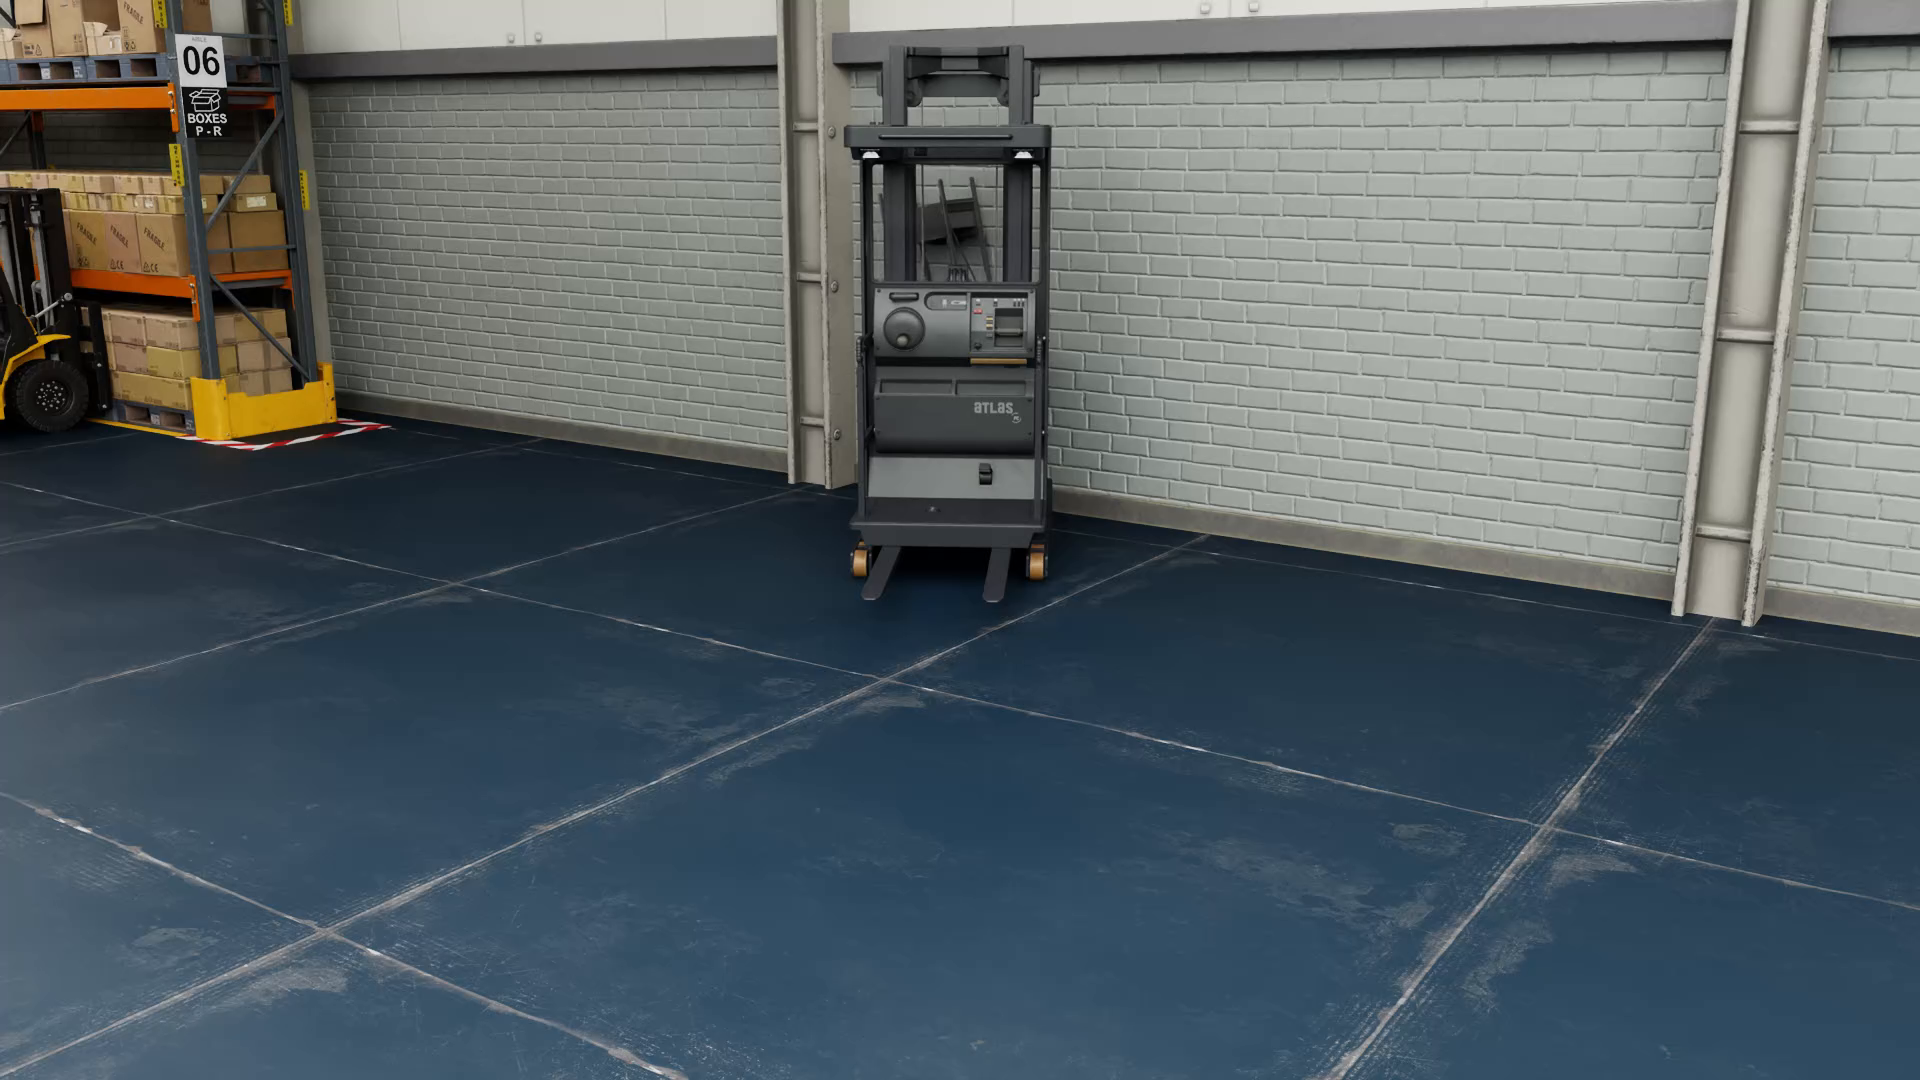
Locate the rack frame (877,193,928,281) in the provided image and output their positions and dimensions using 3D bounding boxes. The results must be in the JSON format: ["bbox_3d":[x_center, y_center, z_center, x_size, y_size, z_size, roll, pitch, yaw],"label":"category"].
[{"bbox_3d":[-0.239,-1.279,11.150,0.015,2.100,0.400,-4,10,35],"label":"rack frame"}]

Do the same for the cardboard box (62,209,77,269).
[{"bbox_3d":[-7.725,-2.672,14.666,0.500,0.500,0.500,9,17,33],"label":"cardboard box"}]

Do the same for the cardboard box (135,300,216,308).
[{"bbox_3d":[-7.015,-1.996,14.913,0.500,0.250,0.500,9,17,32],"label":"cardboard box"}]

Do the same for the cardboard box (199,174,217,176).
[{"bbox_3d":[-6.481,-3.074,14.322,0.250,0.149,0.380,10,17,34],"label":"cardboard box"}]

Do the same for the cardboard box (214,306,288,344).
[{"bbox_3d":[-6.190,-1.861,14.366,0.500,0.250,0.500,9,16,32],"label":"cardboard box"}]

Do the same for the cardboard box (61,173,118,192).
[{"bbox_3d":[-7.587,-3.123,14.518,0.250,0.149,0.380,9,17,34],"label":"cardboard box"}]

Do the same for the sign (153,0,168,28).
[{"bbox_3d":[-6.211,-4.145,12.906,0.005,0.325,0.100,9,17,33],"label":"sign"}]

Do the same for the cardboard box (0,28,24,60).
[{"bbox_3d":[-8.153,-4.324,14.505,0.258,0.266,0.396,9,16,31],"label":"cardboard box"}]

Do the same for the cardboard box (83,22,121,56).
[{"bbox_3d":[-6.964,-4.132,13.728,0.258,0.266,0.396,9,17,33],"label":"cardboard box"}]

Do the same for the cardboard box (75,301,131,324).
[{"bbox_3d":[-7.720,-1.961,14.769,0.500,0.250,0.500,9,16,32],"label":"cardboard box"}]

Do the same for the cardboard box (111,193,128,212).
[{"bbox_3d":[-6.950,-2.869,14.113,0.250,0.149,0.380,9,17,32],"label":"cardboard box"}]

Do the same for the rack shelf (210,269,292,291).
[{"bbox_3d":[-7.556,-2.418,14.940,3.809,0.124,0.919,9,17,33],"label":"rack shelf"}]

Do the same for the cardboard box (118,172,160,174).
[{"bbox_3d":[-7.323,-3.213,14.882,0.250,0.149,0.380,9,17,33],"label":"cardboard box"}]

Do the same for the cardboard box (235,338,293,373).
[{"bbox_3d":[-6.171,-1.621,14.435,0.500,0.250,0.500,10,17,34],"label":"cardboard box"}]

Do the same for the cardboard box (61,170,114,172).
[{"bbox_3d":[-8.127,-3.370,15.518,0.250,0.149,0.380,9,16,32],"label":"cardboard box"}]

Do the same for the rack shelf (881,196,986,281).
[{"bbox_3d":[-0.161,-1.964,10.913,0.480,0.518,0.431,-4,10,35],"label":"rack shelf"}]

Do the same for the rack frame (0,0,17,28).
[{"bbox_3d":[-9.215,-5.853,15.239,0.127,3.000,1.000,9,17,33],"label":"rack frame"}]

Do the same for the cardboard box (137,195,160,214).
[{"bbox_3d":[-6.569,-2.787,13.780,0.250,0.149,0.380,9,17,34],"label":"cardboard box"}]

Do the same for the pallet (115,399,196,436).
[{"bbox_3d":[-6.554,-1.145,14.509,1.213,0.211,1.003,9,17,33],"label":"pallet"}]

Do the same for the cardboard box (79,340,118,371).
[{"bbox_3d":[-7.325,-1.653,14.568,0.500,0.250,0.500,9,16,32],"label":"cardboard box"}]

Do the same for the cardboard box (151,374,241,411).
[{"bbox_3d":[-6.463,-1.273,14.073,0.500,0.250,0.500,9,17,33],"label":"cardboard box"}]

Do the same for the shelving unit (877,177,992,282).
[{"bbox_3d":[-0.040,-1.295,11.008,0.503,2.100,0.431,-4,10,35],"label":"shelving unit"}]

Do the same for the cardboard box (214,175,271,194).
[{"bbox_3d":[-6.056,-3.000,14.021,0.250,0.149,0.380,9,16,32],"label":"cardboard box"}]

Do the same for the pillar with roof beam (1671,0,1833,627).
[{"bbox_3d":[1.584,-3.122,4.207,0.400,9.000,9.100,9,17,33],"label":"pillar with roof beam"}]

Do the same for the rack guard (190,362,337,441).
[{"bbox_3d":[-5.876,-1.188,14.080,0.348,0.500,1.175,9,17,33],"label":"rack guard"}]

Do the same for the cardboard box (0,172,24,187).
[{"bbox_3d":[-8.476,-3.242,15.001,0.250,0.149,0.380,10,17,34],"label":"cardboard box"}]

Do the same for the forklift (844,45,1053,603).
[{"bbox_3d":[-0.042,-1.272,9.361,1.130,2.935,3.031,1,14,4],"label":"forklift"}]

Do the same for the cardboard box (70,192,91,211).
[{"bbox_3d":[-7.419,-2.925,14.341,0.250,0.149,0.380,9,17,33],"label":"cardboard box"}]

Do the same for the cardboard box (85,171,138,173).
[{"bbox_3d":[-7.737,-3.288,15.185,0.250,0.149,0.380,9,16,32],"label":"cardboard box"}]

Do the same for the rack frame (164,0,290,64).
[{"bbox_3d":[-5.896,-5.316,13.072,0.127,3.000,1.000,9,17,33],"label":"rack frame"}]

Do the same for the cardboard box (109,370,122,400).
[{"bbox_3d":[-7.280,-1.411,14.628,0.500,0.250,0.500,9,17,33],"label":"cardboard box"}]

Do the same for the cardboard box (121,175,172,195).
[{"bbox_3d":[-6.765,-2.975,13.920,0.250,0.149,0.380,10,17,34],"label":"cardboard box"}]

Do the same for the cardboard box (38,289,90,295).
[{"bbox_3d":[-8.699,-2.268,16.009,0.500,0.250,0.500,10,17,34],"label":"cardboard box"}]
